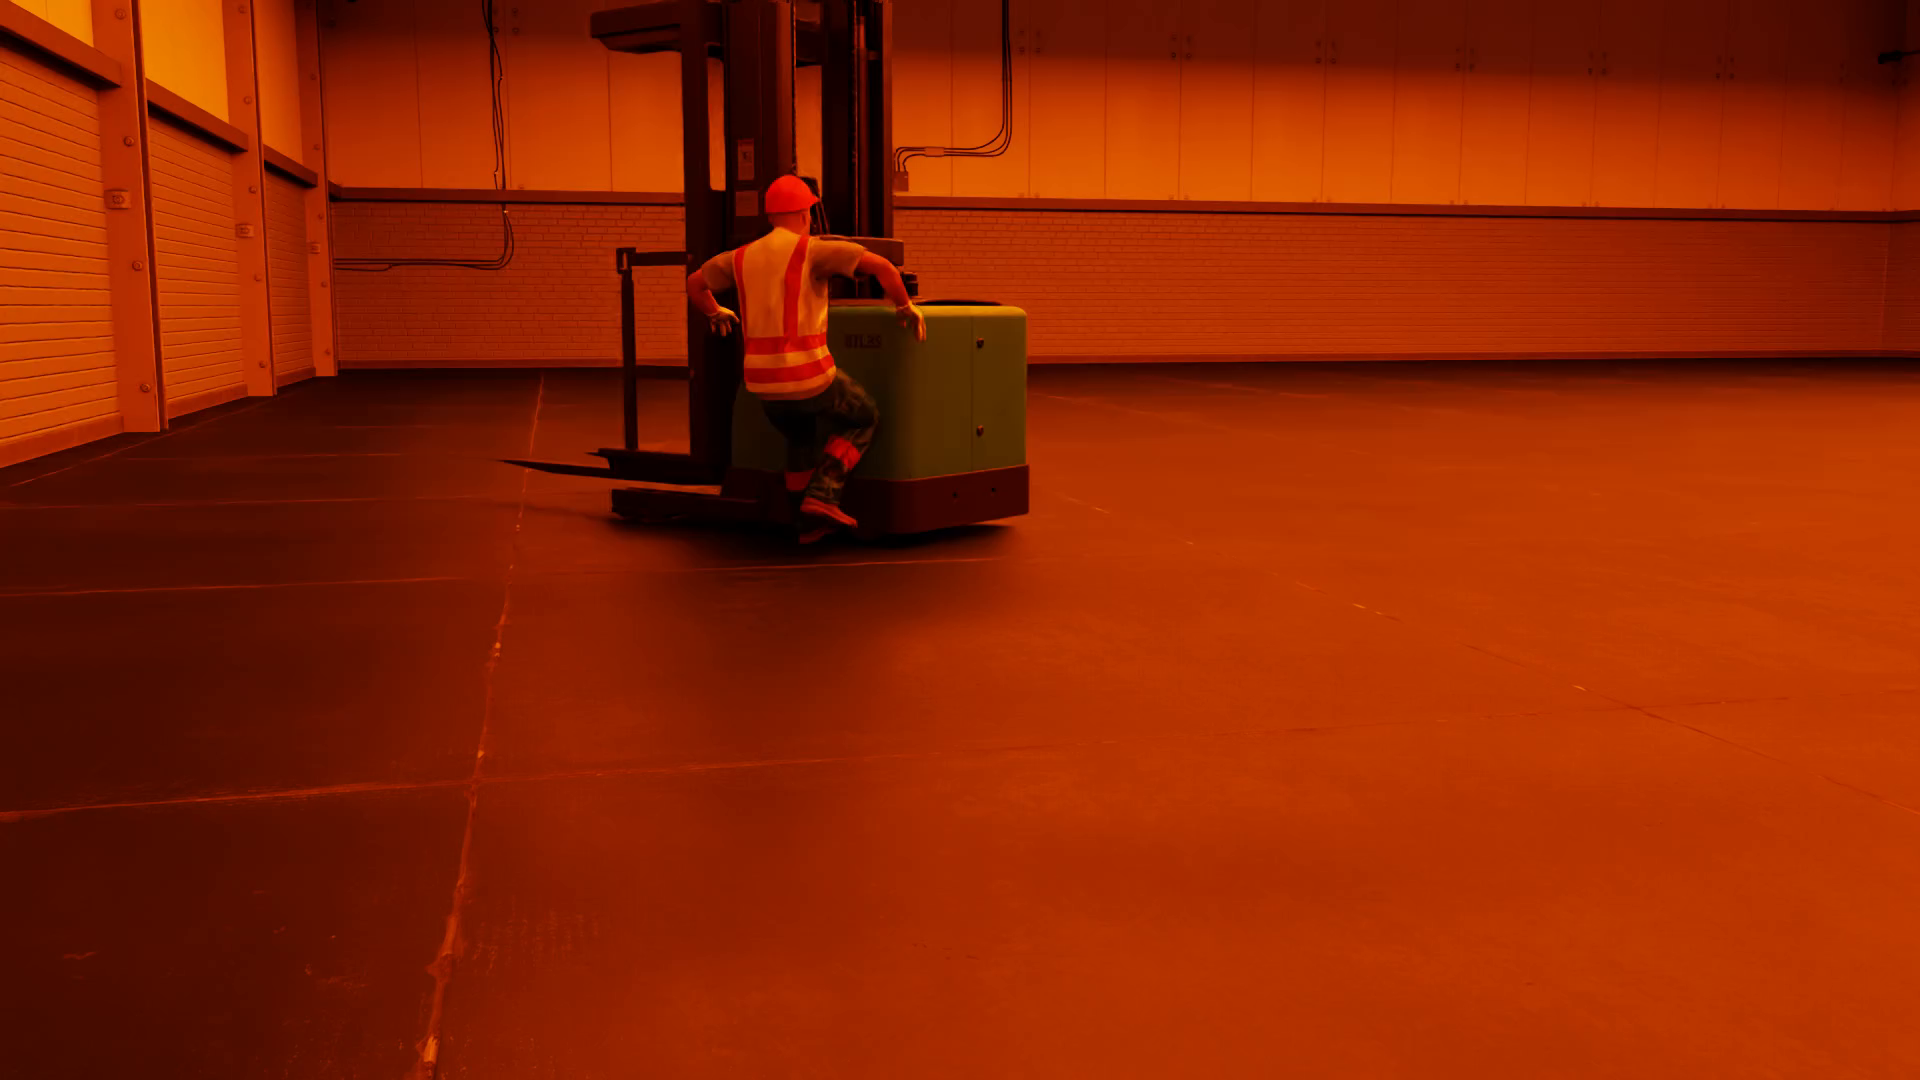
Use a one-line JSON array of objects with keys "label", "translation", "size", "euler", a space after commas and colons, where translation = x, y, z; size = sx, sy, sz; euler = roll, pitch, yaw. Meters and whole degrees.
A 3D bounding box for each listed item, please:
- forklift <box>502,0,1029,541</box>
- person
[{"label": "forklift", "translation": [-1.144, -1.585, 8.456], "size": [3.031, 2.935, 1.130], "euler": [6, 10, 37]}, {"label": "person", "translation": [-0.643, -0.760, 7.316], "size": [1.106, 1.629, 0.829], "euler": [5, 9, 29]}]
